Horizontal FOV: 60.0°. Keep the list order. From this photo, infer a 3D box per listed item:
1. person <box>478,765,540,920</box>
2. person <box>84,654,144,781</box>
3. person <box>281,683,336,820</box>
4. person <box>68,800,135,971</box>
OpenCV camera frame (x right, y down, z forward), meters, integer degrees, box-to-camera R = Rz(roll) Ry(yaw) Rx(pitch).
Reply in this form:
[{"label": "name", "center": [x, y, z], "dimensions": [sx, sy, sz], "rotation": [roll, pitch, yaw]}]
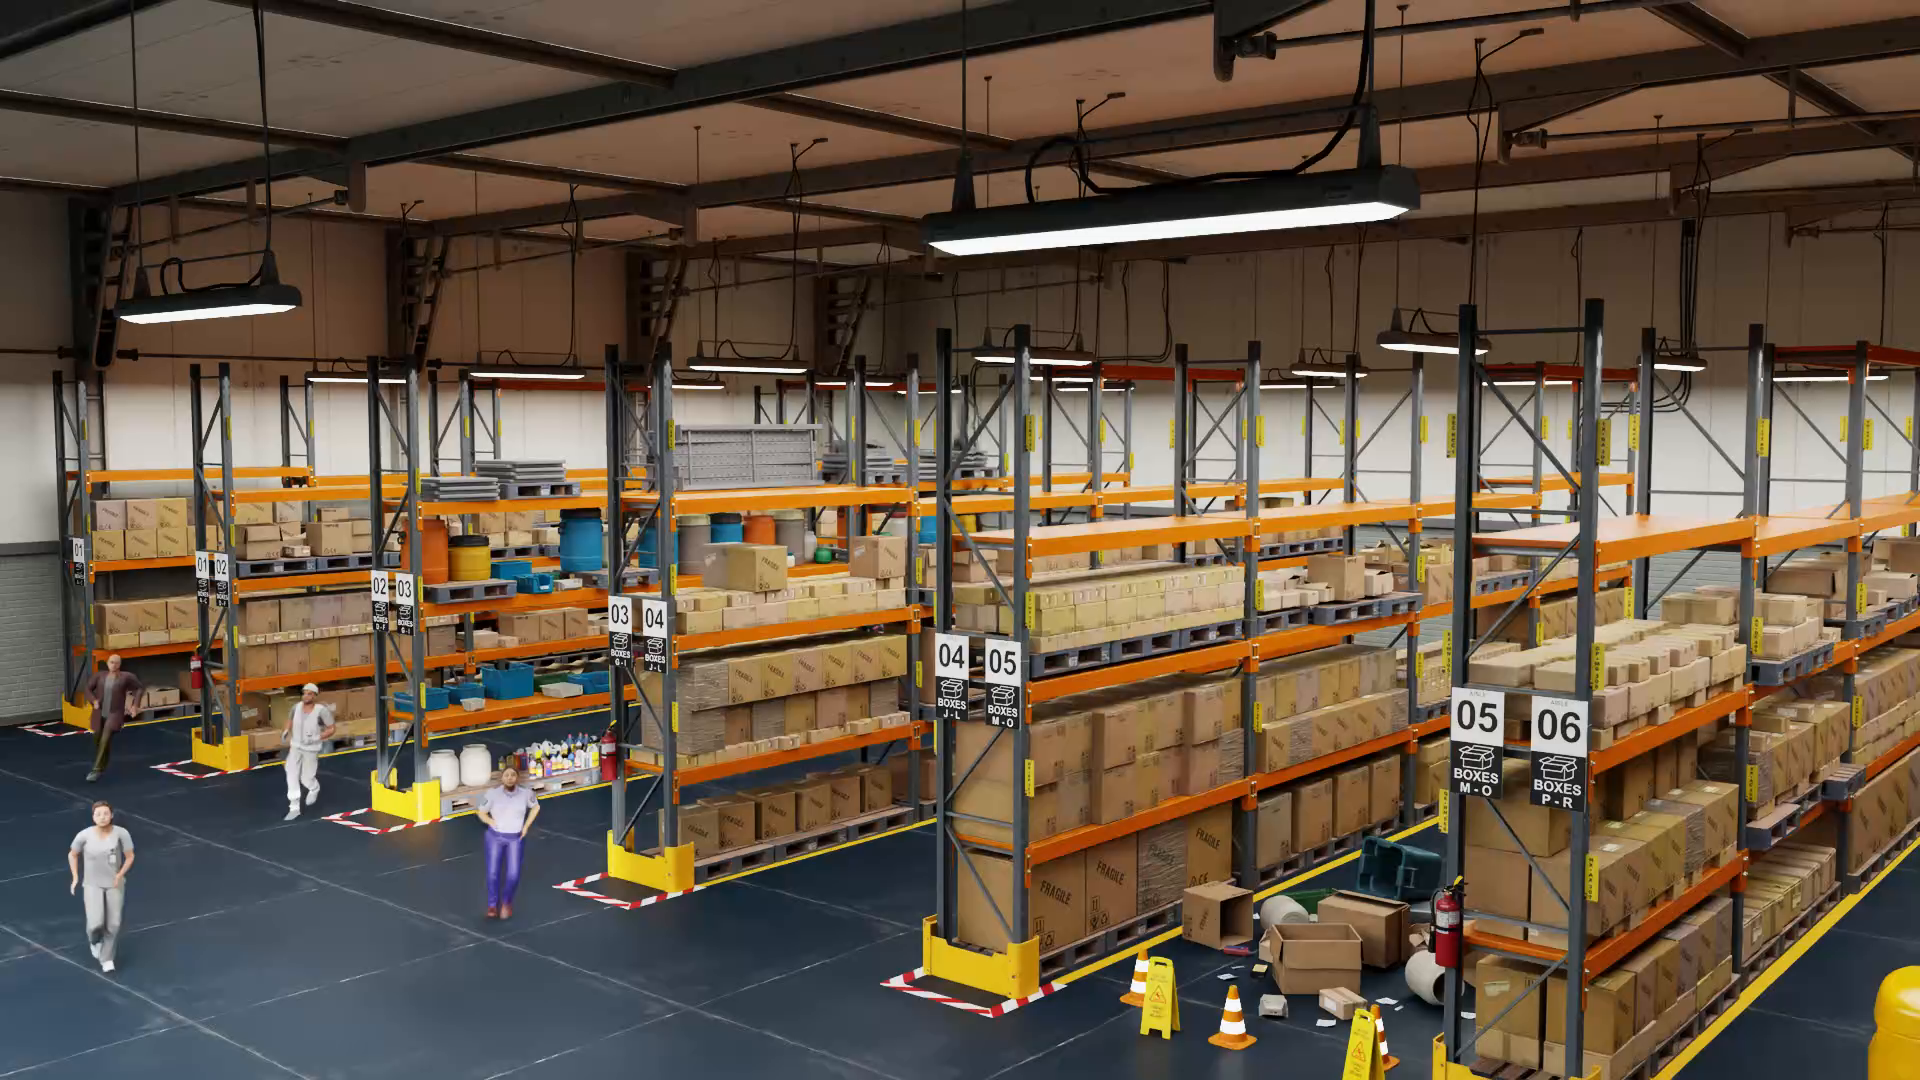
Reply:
[{"label": "person", "center": [-4.654, 3.130, 17.156], "dimensions": [0.610, 1.630, 0.633], "rotation": [-1, 4, -12]}, {"label": "person", "center": [-12.269, 2.526, 24.067], "dimensions": [0.775, 1.750, 0.999], "rotation": [-1, 4, -8]}, {"label": "person", "center": [-8.518, 2.737, 21.797], "dimensions": [0.704, 1.752, 0.782], "rotation": [0, 4, 6]}, {"label": "person", "center": [-8.008, 3.237, 15.536], "dimensions": [0.551, 1.622, 0.592], "rotation": [-2, 5, -28]}]
